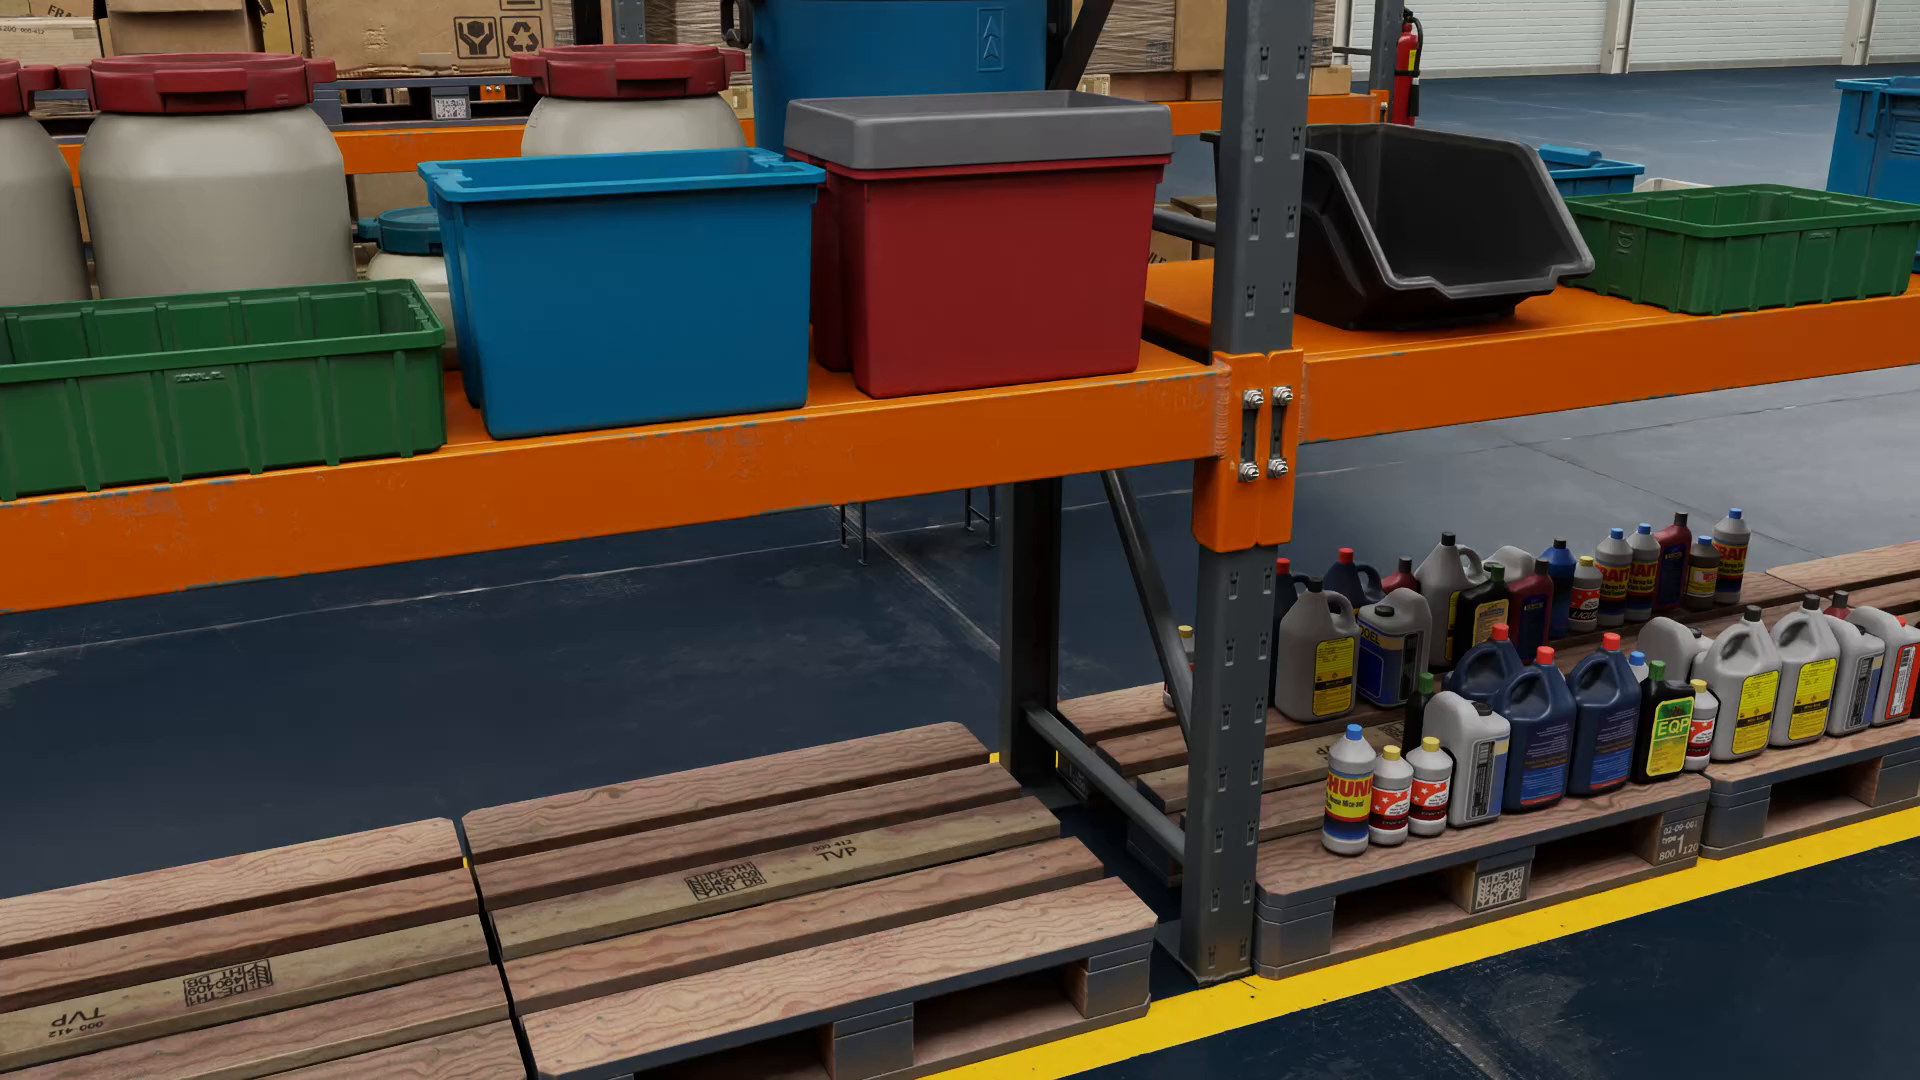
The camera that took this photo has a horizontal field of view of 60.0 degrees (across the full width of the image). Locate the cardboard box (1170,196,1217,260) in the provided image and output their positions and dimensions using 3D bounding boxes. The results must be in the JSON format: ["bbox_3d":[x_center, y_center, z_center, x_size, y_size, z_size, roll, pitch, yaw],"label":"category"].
[{"bbox_3d":[1.481,-1.634,9.278,0.500,0.500,0.500,-4,20,-12],"label":"cardboard box"}]

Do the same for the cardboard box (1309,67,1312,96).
[{"bbox_3d":[1.652,-2.441,8.815,0.250,0.149,0.380,-8,21,-22],"label":"cardboard box"}]

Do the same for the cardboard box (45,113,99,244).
[{"bbox_3d":[-5.760,-2.471,11.279,0.750,0.750,1.050,-8,21,-21],"label":"cardboard box"}]

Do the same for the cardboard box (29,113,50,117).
[{"bbox_3d":[-8.687,-3.692,15.315,0.625,0.372,0.950,-10,22,-26],"label":"cardboard box"}]

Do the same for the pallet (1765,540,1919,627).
[{"bbox_3d":[3.224,0.263,4.957,1.213,0.211,1.003,-8,21,-22],"label":"pallet"}]

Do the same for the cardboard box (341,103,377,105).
[{"bbox_3d":[-6.017,-4.077,16.409,0.625,0.372,0.950,-8,21,-21],"label":"cardboard box"}]

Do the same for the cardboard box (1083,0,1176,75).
[{"bbox_3d":[0.658,-2.661,8.464,0.500,0.500,0.875,-8,21,-22],"label":"cardboard box"}]

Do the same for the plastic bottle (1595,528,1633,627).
[{"bbox_3d":[1.829,0.099,4.669,0.097,0.271,0.097,0,19,0],"label":"plastic bottle"}]

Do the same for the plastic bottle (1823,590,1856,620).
[{"bbox_3d":[2.226,0.260,4.196,0.133,0.283,0.061,-8,21,-22],"label":"plastic bottle"}]

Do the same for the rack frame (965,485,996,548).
[{"bbox_3d":[0.072,-0.576,5.852,0.015,1.200,0.240,-8,21,-22],"label":"rack frame"}]

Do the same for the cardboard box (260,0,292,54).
[{"bbox_3d":[-4.784,-3.456,11.170,0.500,0.500,0.500,-8,21,-21],"label":"cardboard box"}]

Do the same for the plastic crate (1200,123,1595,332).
[{"bbox_3d":[0.882,-0.656,3.463,0.504,0.338,0.767,-8,21,-22],"label":"plastic crate"}]

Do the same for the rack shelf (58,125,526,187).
[{"bbox_3d":[-3.448,-1.564,7.029,4.000,0.370,1.077,-8,21,-22],"label":"rack shelf"}]

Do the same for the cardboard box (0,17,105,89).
[{"bbox_3d":[-3.654,-1.917,6.545,0.500,0.250,0.500,-9,21,-23],"label":"cardboard box"}]

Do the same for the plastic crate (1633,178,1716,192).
[{"bbox_3d":[1.741,-0.822,4.237,0.437,0.136,0.530,-8,21,-22],"label":"plastic crate"}]

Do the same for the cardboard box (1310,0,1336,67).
[{"bbox_3d":[1.546,-2.816,8.904,0.500,0.500,0.875,-8,21,-22],"label":"cardboard box"}]

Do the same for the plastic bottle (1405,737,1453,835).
[{"bbox_3d":[1.003,0.522,3.575,0.097,0.201,0.097,0,19,0],"label":"plastic bottle"}]

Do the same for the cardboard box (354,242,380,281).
[{"bbox_3d":[-2.629,-1.063,7.627,0.500,0.500,0.700,-8,21,-22],"label":"cardboard box"}]

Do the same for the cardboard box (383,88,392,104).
[{"bbox_3d":[-6.931,-5.565,20.819,0.500,0.250,0.500,-8,21,-21],"label":"cardboard box"}]

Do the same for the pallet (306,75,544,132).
[{"bbox_3d":[-2.371,-2.019,7.529,1.213,0.211,1.003,-8,21,-22],"label":"pallet"}]

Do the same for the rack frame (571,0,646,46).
[{"bbox_3d":[-1.611,-2.166,7.657,0.127,3.000,1.000,-8,21,-22],"label":"rack frame"}]

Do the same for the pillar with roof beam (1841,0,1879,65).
[{"bbox_3d":[18.912,-12.085,26.795,0.400,9.000,9.100,-8,21,-22],"label":"pillar with roof beam"}]

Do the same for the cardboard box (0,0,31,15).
[{"bbox_3d":[-6.171,-3.257,10.606,0.500,0.500,0.500,-8,21,-22],"label":"cardboard box"}]

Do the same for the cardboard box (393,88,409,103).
[{"bbox_3d":[-4.804,-3.827,14.999,0.500,0.500,0.500,-8,21,-22],"label":"cardboard box"}]

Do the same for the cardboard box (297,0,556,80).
[{"bbox_3d":[-2.396,-2.585,7.312,1.000,1.000,1.000,-8,21,-22],"label":"cardboard box"}]

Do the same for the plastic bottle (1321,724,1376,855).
[{"bbox_3d":[0.817,0.516,3.487,0.097,0.271,0.097,0,19,0],"label":"plastic bottle"}]

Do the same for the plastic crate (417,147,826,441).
[{"bbox_3d":[-0.539,-0.408,2.689,0.575,0.384,0.392,-8,21,-22],"label":"plastic crate"}]

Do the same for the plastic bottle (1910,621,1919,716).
[{"bbox_3d":[2.411,0.288,4.115,0.133,0.283,0.061,-8,21,-21],"label":"plastic bottle"}]

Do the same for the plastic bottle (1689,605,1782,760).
[{"bbox_3d":[1.820,0.326,3.906,0.185,0.351,0.144,-8,21,-22],"label":"plastic bottle"}]

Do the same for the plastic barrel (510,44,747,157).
[{"bbox_3d":[-0.615,-0.661,3.177,0.433,0.535,0.433,0,19,0],"label":"plastic barrel"}]

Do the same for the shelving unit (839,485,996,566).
[{"bbox_3d":[-0.152,-0.544,5.761,0.503,1.200,0.258,-8,21,-22],"label":"shelving unit"}]

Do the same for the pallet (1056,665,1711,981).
[{"bbox_3d":[0.984,0.584,4.045,1.213,0.211,1.003,-8,21,-22],"label":"pallet"}]

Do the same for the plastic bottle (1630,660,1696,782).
[{"bbox_3d":[1.597,0.405,3.784,0.133,0.283,0.061,-7,21,-20],"label":"plastic bottle"}]

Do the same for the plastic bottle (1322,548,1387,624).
[{"bbox_3d":[1.004,0.188,4.296,0.185,0.351,0.144,-9,21,-25],"label":"plastic bottle"}]

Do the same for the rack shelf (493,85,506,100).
[{"bbox_3d":[-1.647,-3.616,12.857,4.000,0.370,1.077,-8,21,-22],"label":"rack shelf"}]

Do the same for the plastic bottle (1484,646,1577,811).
[{"bbox_3d":[1.256,0.407,3.677,0.185,0.351,0.144,-8,21,-20],"label":"plastic bottle"}]

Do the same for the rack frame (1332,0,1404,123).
[{"bbox_3d":[2.061,-2.692,9.152,0.127,3.000,1.000,-8,21,-22],"label":"rack frame"}]

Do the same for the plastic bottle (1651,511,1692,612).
[{"bbox_3d":[2.020,0.060,4.764,0.133,0.283,0.061,-8,21,-21],"label":"plastic bottle"}]

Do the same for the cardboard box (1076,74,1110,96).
[{"bbox_3d":[0.546,-2.244,8.257,0.250,0.149,0.380,-8,21,-22],"label":"cardboard box"}]

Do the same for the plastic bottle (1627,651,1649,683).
[{"bbox_3d":[1.550,0.389,3.848,0.097,0.271,0.097,0,19,0],"label":"plastic bottle"}]

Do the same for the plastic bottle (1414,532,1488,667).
[{"bbox_3d":[1.300,0.146,4.417,0.185,0.351,0.144,-8,21,-22],"label":"plastic bottle"}]

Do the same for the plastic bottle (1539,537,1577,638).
[{"bbox_3d":[1.642,0.126,4.593,0.097,0.271,0.097,0,19,0],"label":"plastic bottle"}]

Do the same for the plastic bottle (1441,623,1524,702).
[{"bbox_3d":[1.199,0.363,3.801,0.185,0.351,0.144,-8,21,-22],"label":"plastic bottle"}]

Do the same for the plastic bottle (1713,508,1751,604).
[{"bbox_3d":[2.235,0.041,4.835,0.097,0.271,0.097,0,19,0],"label":"plastic bottle"}]

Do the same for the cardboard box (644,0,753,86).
[{"bbox_3d":[-1.174,-2.394,7.706,0.500,0.500,0.875,-8,21,-22],"label":"cardboard box"}]

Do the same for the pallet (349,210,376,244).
[{"bbox_3d":[-4.162,-2.252,12.100,1.213,0.211,1.003,-8,21,-22],"label":"pallet"}]

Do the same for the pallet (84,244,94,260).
[{"bbox_3d":[-6.402,-1.931,11.189,1.213,0.211,1.003,-8,21,-22],"label":"pallet"}]

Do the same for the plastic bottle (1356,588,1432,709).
[{"bbox_3d":[1.086,0.266,4.190,0.135,0.276,0.152,-8,21,-22],"label":"plastic bottle"}]

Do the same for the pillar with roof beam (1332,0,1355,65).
[{"bbox_3d":[7.894,-10.506,22.311,0.400,9.000,9.100,-8,21,-22],"label":"pillar with roof beam"}]

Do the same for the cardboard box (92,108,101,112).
[{"bbox_3d":[-10.004,-5.419,19.840,0.625,0.625,0.875,-7,21,-20],"label":"cardboard box"}]

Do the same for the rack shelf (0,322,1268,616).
[{"bbox_3d":[-1.486,-0.053,2.740,4.000,0.370,1.077,-8,21,-22],"label":"rack shelf"}]

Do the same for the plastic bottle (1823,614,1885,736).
[{"bbox_3d":[2.141,0.314,4.053,0.135,0.276,0.152,-9,21,-23],"label":"plastic bottle"}]

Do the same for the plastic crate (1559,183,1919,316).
[{"bbox_3d":[1.709,-0.648,3.665,0.662,0.188,0.450,-8,21,-22],"label":"plastic crate"}]

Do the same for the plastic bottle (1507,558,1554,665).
[{"bbox_3d":[1.494,0.190,4.393,0.133,0.283,0.061,-8,21,-22],"label":"plastic bottle"}]

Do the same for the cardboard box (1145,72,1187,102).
[{"bbox_3d":[0.961,-2.344,8.540,0.250,0.149,0.380,-8,21,-22],"label":"cardboard box"}]

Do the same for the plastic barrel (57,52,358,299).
[{"bbox_3d":[-1.289,-0.564,2.903,0.433,0.535,0.433,0,19,0],"label":"plastic barrel"}]

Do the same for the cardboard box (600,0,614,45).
[{"bbox_3d":[-2.653,-3.894,12.339,0.550,0.550,0.875,-8,21,-22],"label":"cardboard box"}]

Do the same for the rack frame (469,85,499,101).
[{"bbox_3d":[-3.483,-3.692,11.991,0.127,3.000,1.000,-8,21,-22],"label":"rack frame"}]
